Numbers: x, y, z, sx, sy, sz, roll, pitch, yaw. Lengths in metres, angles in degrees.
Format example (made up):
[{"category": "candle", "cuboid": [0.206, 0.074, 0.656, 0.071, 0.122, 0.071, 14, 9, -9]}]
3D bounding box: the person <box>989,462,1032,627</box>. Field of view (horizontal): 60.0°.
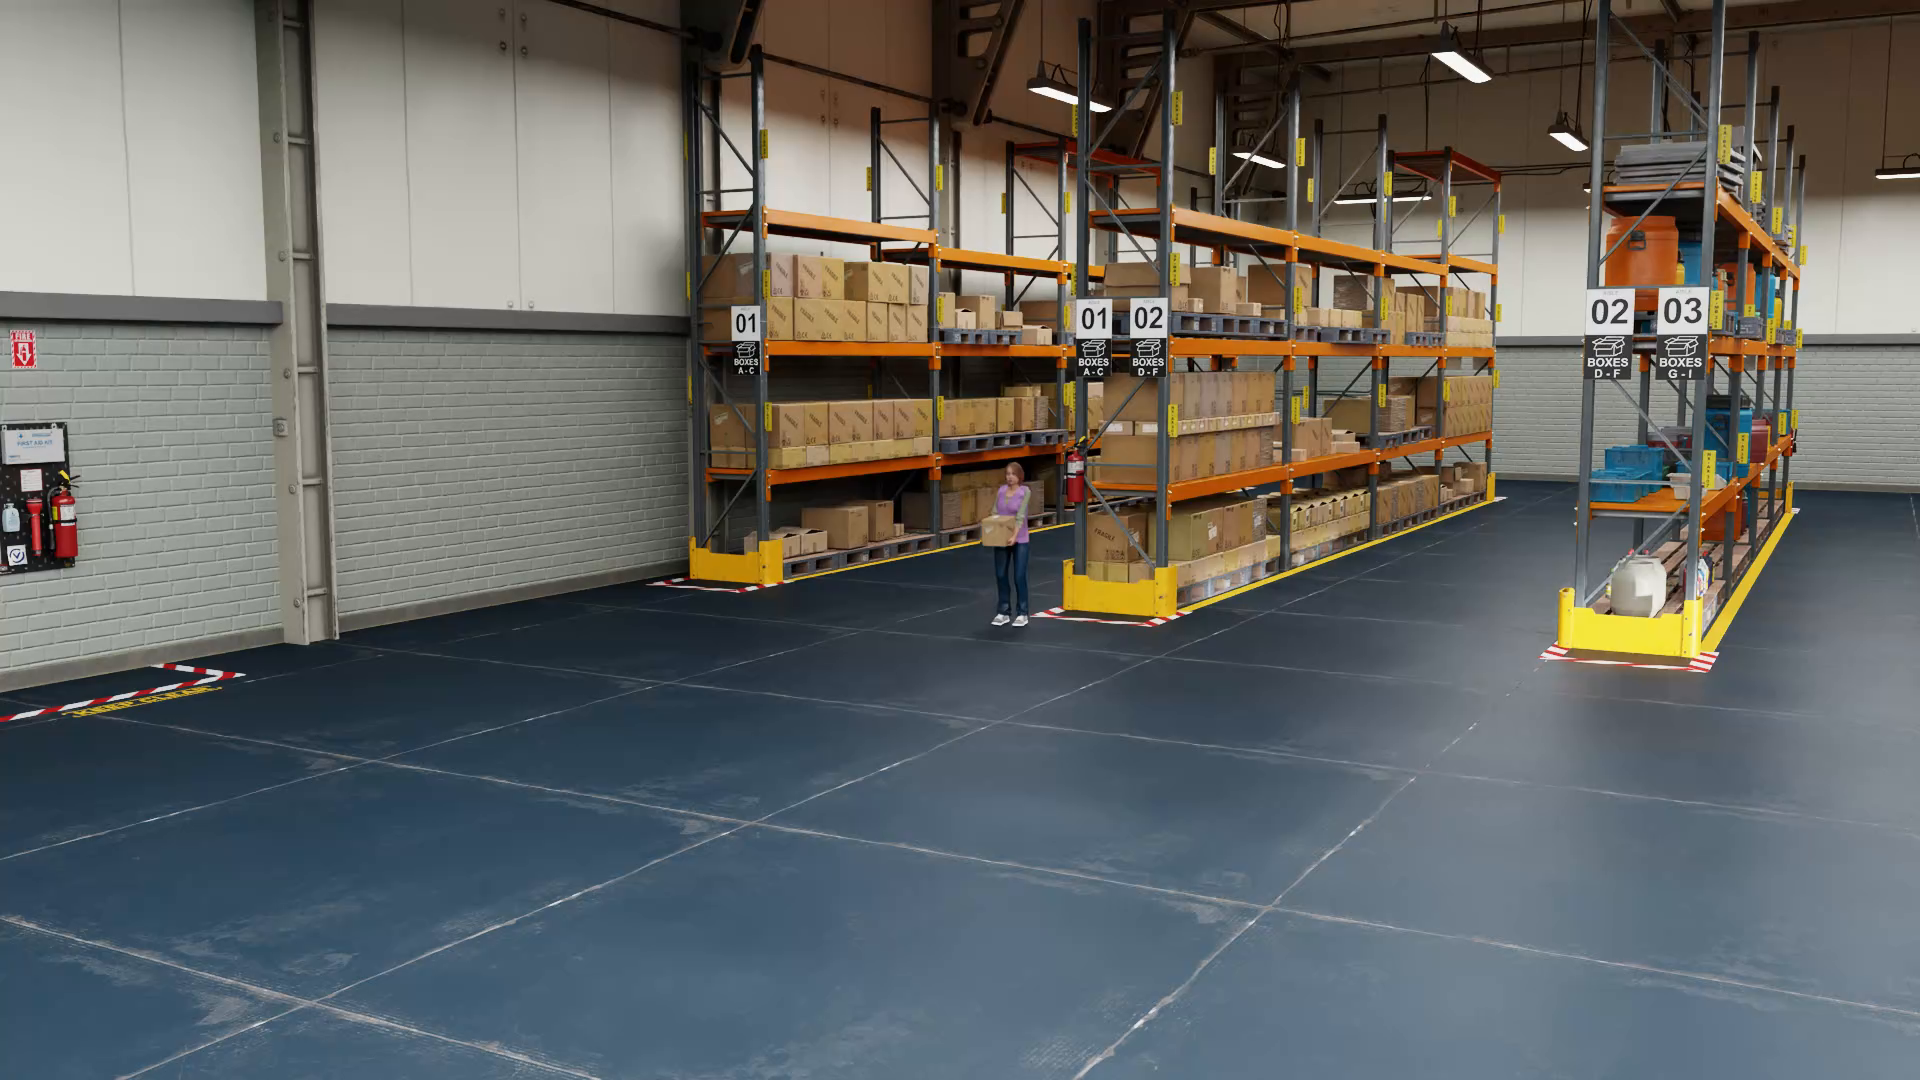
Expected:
[{"category": "person", "cuboid": [0.470, 0.047, 16.152, 0.375, 1.599, 0.499, 3, 7, 28]}]
